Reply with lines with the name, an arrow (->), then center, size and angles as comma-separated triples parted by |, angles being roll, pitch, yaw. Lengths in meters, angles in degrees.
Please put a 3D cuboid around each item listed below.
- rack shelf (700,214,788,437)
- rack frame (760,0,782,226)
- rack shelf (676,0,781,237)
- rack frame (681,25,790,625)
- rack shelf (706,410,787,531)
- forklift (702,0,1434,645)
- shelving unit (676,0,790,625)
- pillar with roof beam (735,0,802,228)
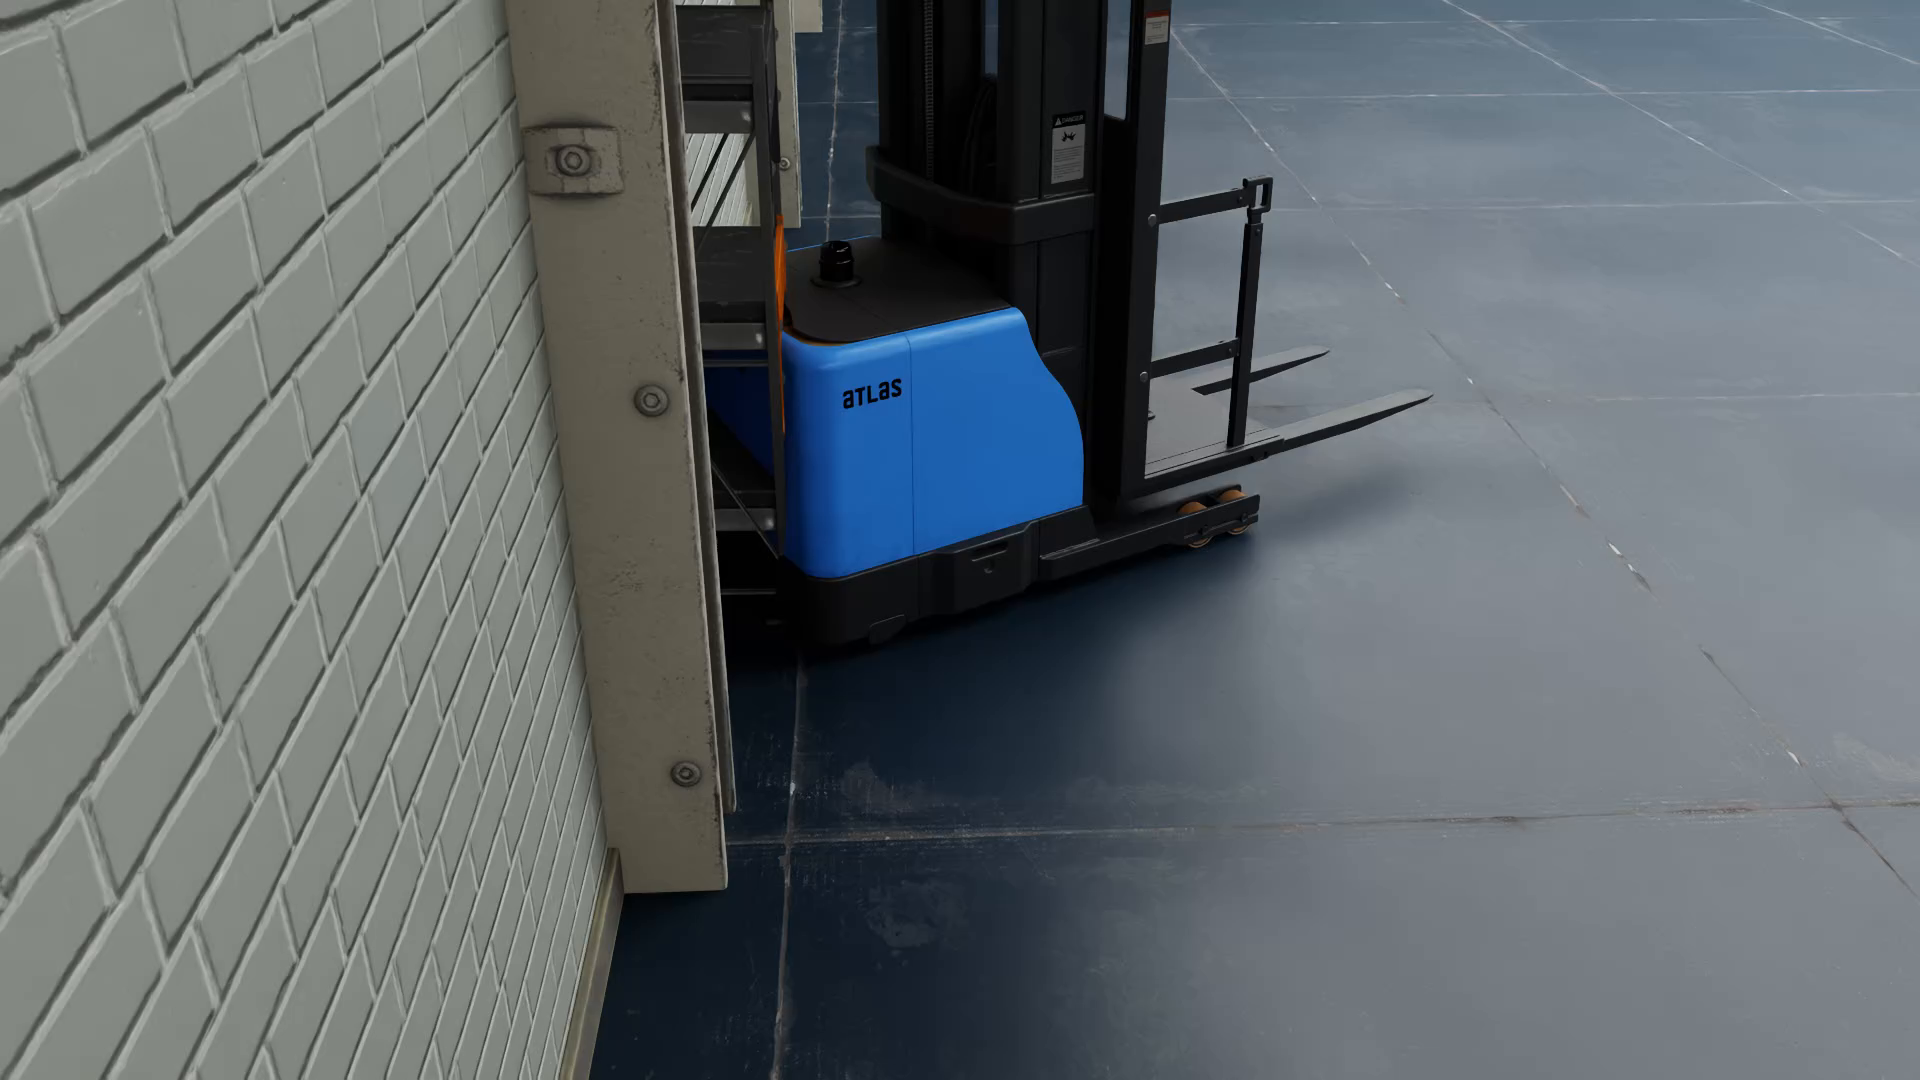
rack shelf -> -0.757, -0.672, 5.205 | 0.431, 0.518, 0.480 | -1, 39, -3
rack frame -> -0.768, -0.836, 5.385 | 0.400, 2.100, 0.015 | -1, 39, -3
rack shelf -> -0.738, -1.215, 4.764 | 0.431, 0.518, 0.480 | -1, 39, -3
rack frame -> -0.744, -0.528, 5.007 | 0.400, 2.100, 0.015 | -1, 39, -3
rack shelf -> -0.775, -0.129, 5.646 | 0.431, 0.518, 0.480 | -1, 39, -3
forklift -> 0.528, -1.459, 5.877 | 3.031, 2.935, 1.130 | -17, 32, -29
shelving unit -> -0.756, -0.682, 5.196 | 0.431, 2.100, 0.503 | -1, 39, -3
pillar with roof beam -> 3.196, -6.016, 8.054 | 9.100, 9.000, 0.400 | -1, 28, -3
